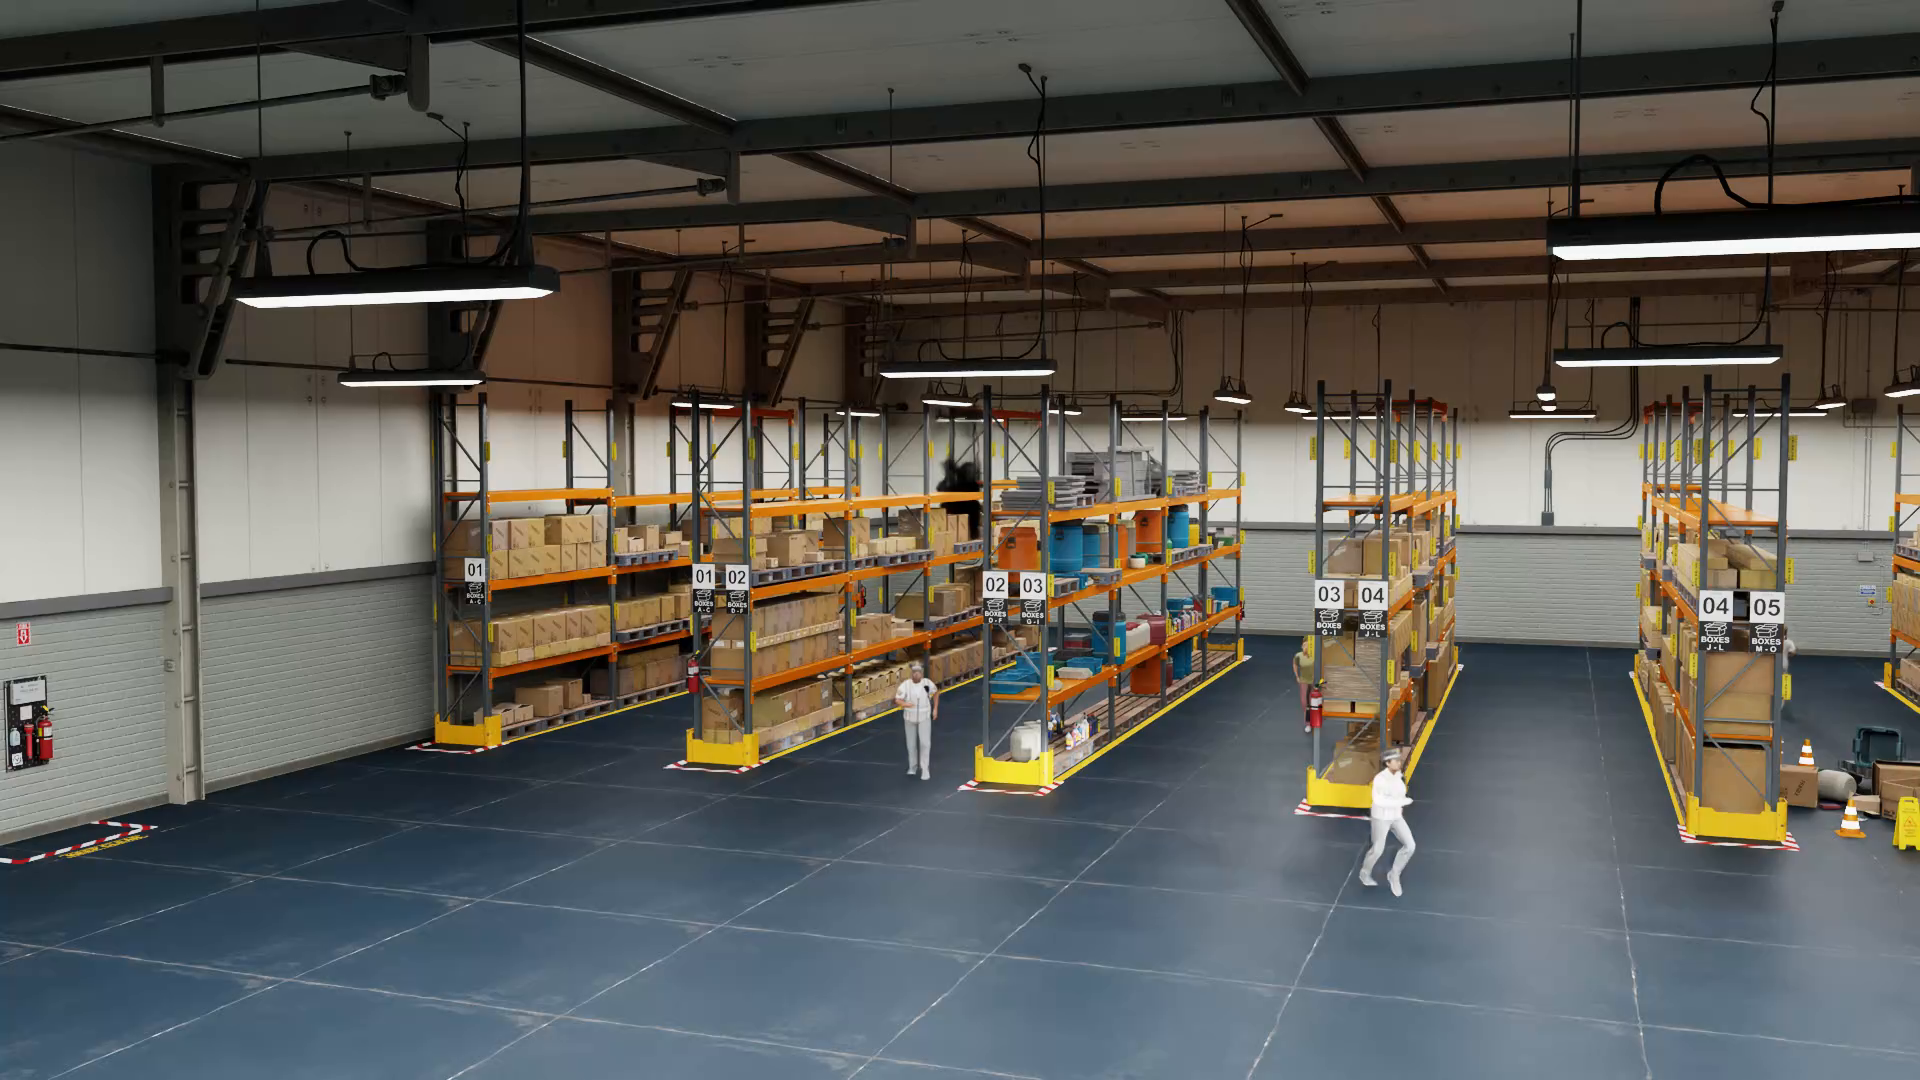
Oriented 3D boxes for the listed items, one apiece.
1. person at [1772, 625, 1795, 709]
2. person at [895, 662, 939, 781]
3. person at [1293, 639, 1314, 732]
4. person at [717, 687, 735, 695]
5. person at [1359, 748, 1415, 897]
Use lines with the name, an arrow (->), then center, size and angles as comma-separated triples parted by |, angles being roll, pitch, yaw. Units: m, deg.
person -> 15.949, 2.453, 32.412 | 0.575, 1.627, 0.599 | 1, 3, 18
person -> -0.657, 2.768, 25.428 | 0.662, 1.841, 0.773 | 0, 3, -1
person -> 6.309, 2.602, 30.089 | 0.582, 1.661, 0.984 | 1, 3, 16
person -> -4.245, 2.516, 30.673 | 0.662, 1.759, 0.895 | 1, 3, 13
person -> 4.825, 3.158, 18.779 | 0.640, 1.687, 0.795 | -2, 4, -34
